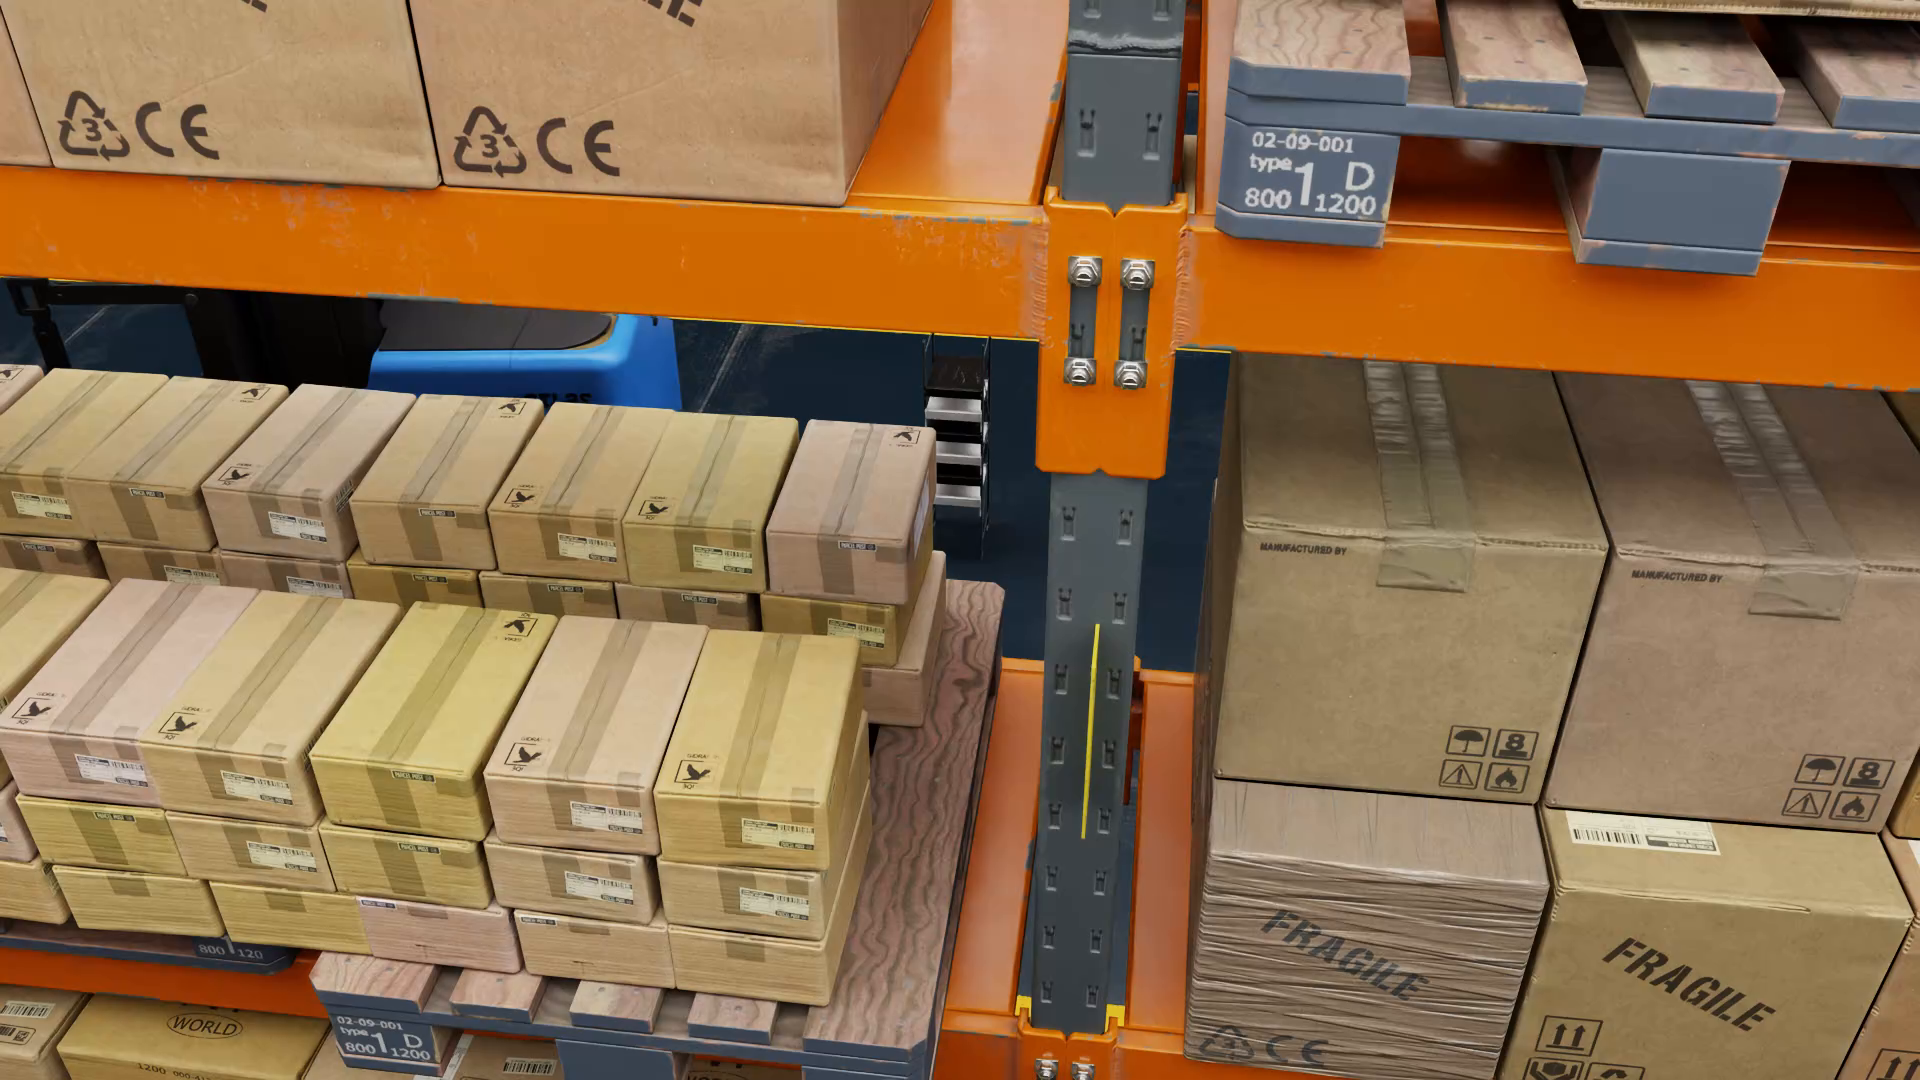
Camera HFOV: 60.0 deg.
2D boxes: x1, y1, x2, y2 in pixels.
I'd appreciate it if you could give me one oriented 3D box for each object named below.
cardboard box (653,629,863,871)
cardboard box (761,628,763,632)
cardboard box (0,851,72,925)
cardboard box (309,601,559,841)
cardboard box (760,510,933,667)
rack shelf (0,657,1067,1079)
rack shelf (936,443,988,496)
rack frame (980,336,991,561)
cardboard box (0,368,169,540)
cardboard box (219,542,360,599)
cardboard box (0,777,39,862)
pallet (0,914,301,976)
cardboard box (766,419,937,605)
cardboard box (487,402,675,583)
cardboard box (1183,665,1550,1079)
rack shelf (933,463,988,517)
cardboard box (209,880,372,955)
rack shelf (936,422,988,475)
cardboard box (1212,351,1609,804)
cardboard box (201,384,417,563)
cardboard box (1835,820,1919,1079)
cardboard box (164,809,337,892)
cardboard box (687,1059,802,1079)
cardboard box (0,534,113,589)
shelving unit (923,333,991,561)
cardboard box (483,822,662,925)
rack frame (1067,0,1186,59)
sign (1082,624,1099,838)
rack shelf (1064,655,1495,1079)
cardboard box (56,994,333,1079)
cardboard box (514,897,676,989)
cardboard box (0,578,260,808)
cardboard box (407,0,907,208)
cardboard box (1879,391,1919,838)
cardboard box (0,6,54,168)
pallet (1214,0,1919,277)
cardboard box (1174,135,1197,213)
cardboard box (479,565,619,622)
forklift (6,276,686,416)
[{"bbox_3d":[-0.300,0.316,2.567,0.250,0.149,0.380,3,36,4],"label":"cardboard box"},{"bbox_3d":[-0.440,0.161,3.297,0.250,0.149,0.380,6,36,8],"label":"cardboard box"},{"bbox_3d":[-1.575,0.461,2.877,0.250,0.149,0.380,5,36,7],"label":"cardboard box"},{"bbox_3d":[-0.809,0.277,2.622,0.250,0.149,0.380,5,36,7],"label":"cardboard box"},{"bbox_3d":[-0.209,0.058,3.185,0.250,0.149,0.380,6,36,8],"label":"cardboard box"},{"bbox_3d":[-1.739,0.544,3.525,4.000,0.370,1.077,4,36,6],"label":"rack shelf"},{"bbox_3d":[-0.008,-0.267,6.061,0.200,0.077,0.258,4,36,6],"label":"rack shelf"},{"bbox_3d":[0.093,-0.359,5.979,0.006,0.900,0.240,4,36,6],"label":"rack frame"},{"bbox_3d":[-1.740,-0.174,3.255,0.250,0.149,0.380,4,36,5],"label":"cardboard box"},{"bbox_3d":[-1.241,-0.016,3.289,0.250,0.149,0.380,4,36,6],"label":"cardboard box"},{"bbox_3d":[-1.583,0.341,2.789,0.250,0.149,0.380,5,36,7],"label":"cardboard box"},{"bbox_3d":[-1.724,0.354,3.336,1.213,0.211,1.003,4,36,6],"label":"pallet"},{"bbox_3d":[-0.194,-0.058,3.092,0.250,0.149,0.380,4,36,6],"label":"cardboard box"},{"bbox_3d":[-0.699,-0.097,3.146,0.250,0.149,0.380,4,36,6],"label":"cardboard box"},{"bbox_3d":[0.655,0.547,2.815,0.500,0.500,0.500,5,36,6],"label":"cardboard box"},{"bbox_3d":[-0.008,-0.193,6.113,0.200,0.077,0.258,4,36,6],"label":"rack shelf"},{"bbox_3d":[-1.051,0.500,2.822,0.250,0.149,0.380,4,36,5],"label":"cardboard box"},{"bbox_3d":[-0.008,-0.340,6.009,0.200,0.077,0.258,4,36,6],"label":"rack shelf"},{"bbox_3d":[0.689,-0.010,2.734,0.500,0.500,0.700,4,36,6],"label":"cardboard box"},{"bbox_3d":[-1.230,-0.135,3.200,0.250,0.149,0.380,6,36,8],"label":"cardboard box"},{"bbox_3d":[1.660,0.621,2.712,0.500,0.500,0.500,4,36,6],"label":"cardboard box"},{"bbox_3d":[-1.078,0.380,2.735,0.250,0.149,0.380,4,36,6],"label":"cardboard box"},{"bbox_3d":[-0.467,1.041,3.354,0.500,0.250,0.500,3,36,5],"label":"cardboard box"},{"bbox_3d":[-1.755,-0.054,3.343,0.250,0.149,0.380,6,36,8],"label":"cardboard box"},{"bbox_3d":[-0.008,-0.367,5.989,0.210,0.900,0.258,4,36,6],"label":"shelving unit"},{"bbox_3d":[-0.568,0.416,2.683,0.250,0.149,0.380,6,36,8],"label":"cardboard box"},{"bbox_3d":[0.245,-2.043,1.366,0.127,3.000,1.000,4,36,6],"label":"rack frame"},{"bbox_3d":[0.185,0.273,2.356,0.005,0.325,0.100,4,36,6],"label":"sign"},{"bbox_3d":[2.228,0.840,3.110,4.000,0.370,1.077,4,36,6],"label":"rack shelf"},{"bbox_3d":[-1.472,0.963,3.463,0.500,0.250,0.500,5,36,7],"label":"cardboard box"},{"bbox_3d":[-0.549,0.539,2.767,0.250,0.149,0.380,4,36,6],"label":"cardboard box"},{"bbox_3d":[-1.312,0.238,2.677,0.250,0.149,0.380,4,36,6],"label":"cardboard box"},{"bbox_3d":[-0.354,-0.758,2.062,0.500,0.500,0.500,4,36,6],"label":"cardboard box"},{"bbox_3d":[1.699,0.064,2.632,0.500,0.500,0.700,4,36,5],"label":"cardboard box"},{"bbox_3d":[-1.347,-0.827,2.159,0.500,0.500,0.500,4,36,6],"label":"cardboard box"},{"bbox_3d":[0.890,-0.728,2.268,1.003,0.211,1.213,6,36,8],"label":"pallet"},{"bbox_3d":[1.334,-1.514,7.690,0.625,0.372,0.950,2,36,3],"label":"cardboard box"},{"bbox_3d":[-0.744,0.021,3.237,0.250,0.149,0.380,3,36,4],"label":"cardboard box"},{"bbox_3d":[-2.563,-1.172,5.370,3.031,2.935,1.130,0,36,-1],"label":"forklift"}]
